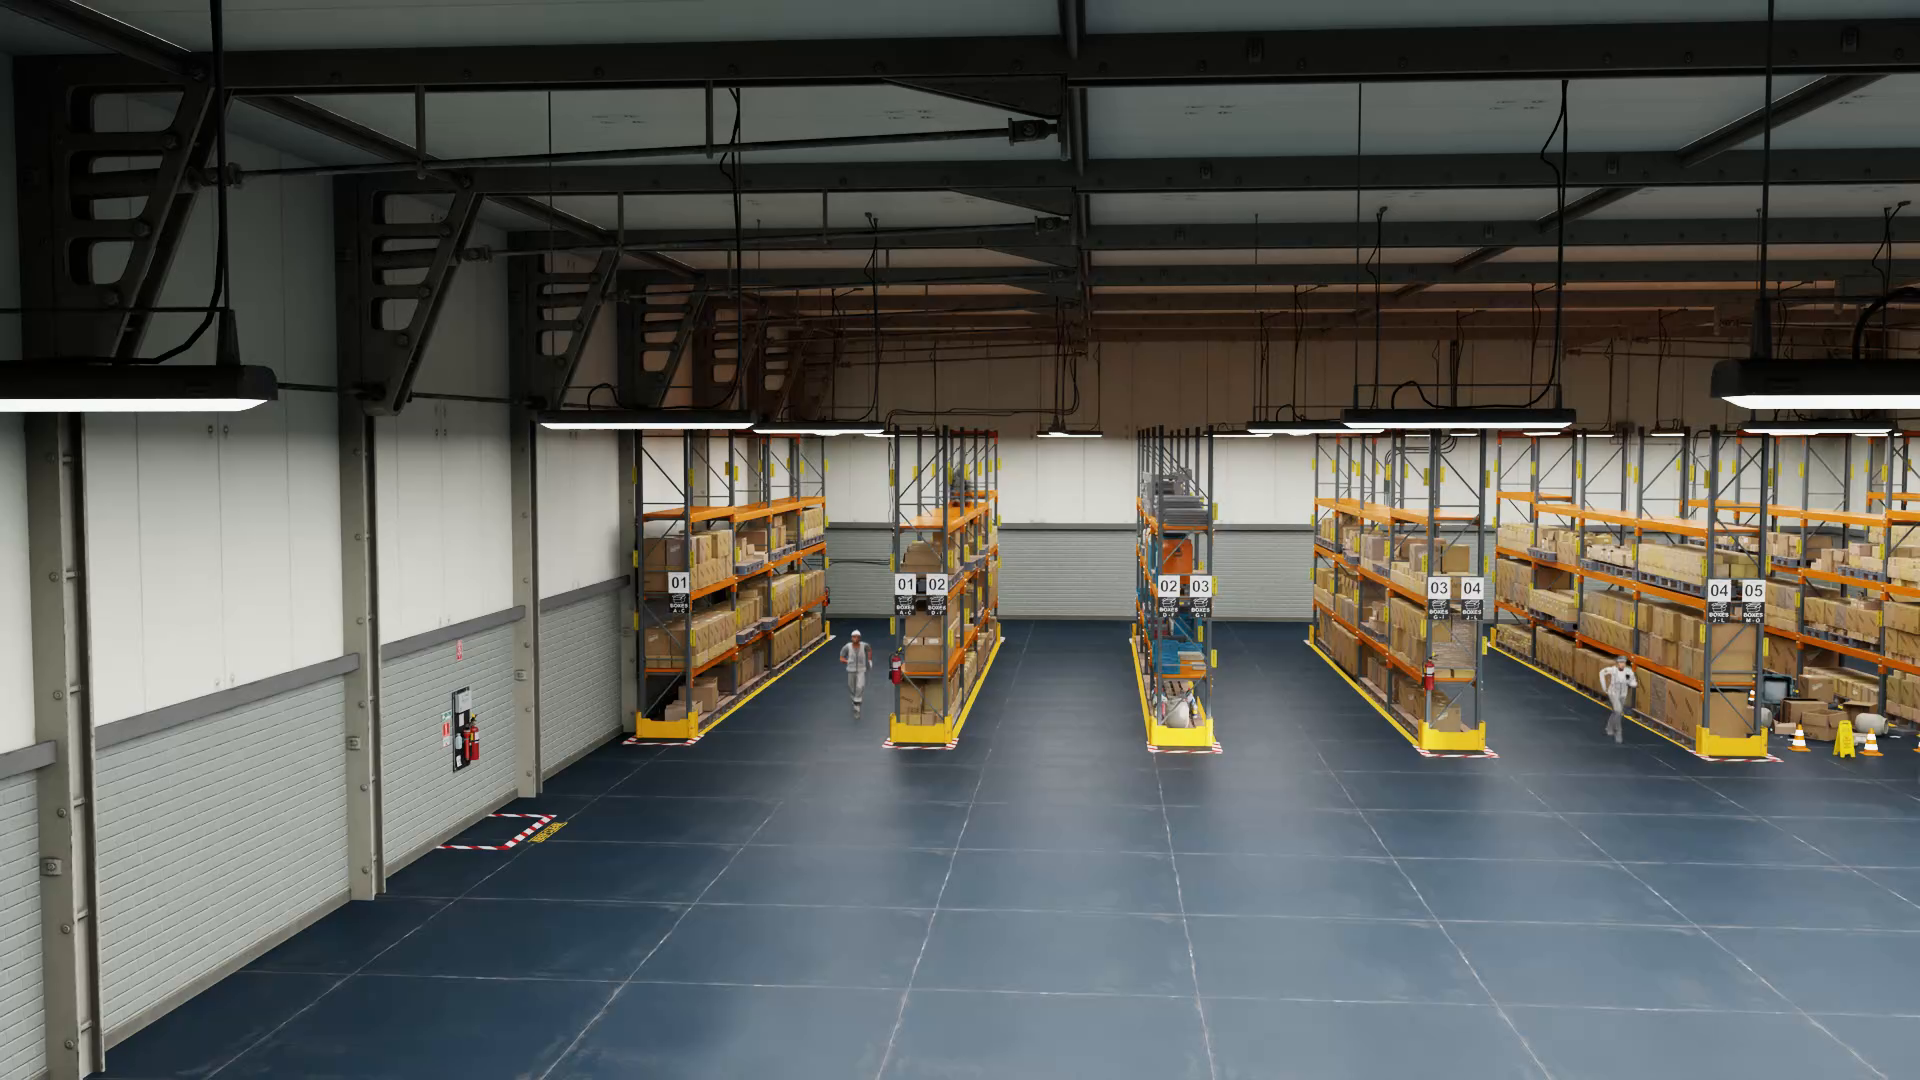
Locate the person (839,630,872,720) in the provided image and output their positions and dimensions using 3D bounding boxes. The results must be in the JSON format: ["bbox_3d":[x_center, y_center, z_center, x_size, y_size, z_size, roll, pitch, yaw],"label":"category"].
[{"bbox_3d":[-2.154,2.760,34.450,0.690,1.814,0.993,0,3,-7],"label":"person"}]

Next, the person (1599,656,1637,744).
[{"bbox_3d":[12.510,2.999,31.665,0.606,1.682,0.909,0,3,-1],"label":"person"}]
